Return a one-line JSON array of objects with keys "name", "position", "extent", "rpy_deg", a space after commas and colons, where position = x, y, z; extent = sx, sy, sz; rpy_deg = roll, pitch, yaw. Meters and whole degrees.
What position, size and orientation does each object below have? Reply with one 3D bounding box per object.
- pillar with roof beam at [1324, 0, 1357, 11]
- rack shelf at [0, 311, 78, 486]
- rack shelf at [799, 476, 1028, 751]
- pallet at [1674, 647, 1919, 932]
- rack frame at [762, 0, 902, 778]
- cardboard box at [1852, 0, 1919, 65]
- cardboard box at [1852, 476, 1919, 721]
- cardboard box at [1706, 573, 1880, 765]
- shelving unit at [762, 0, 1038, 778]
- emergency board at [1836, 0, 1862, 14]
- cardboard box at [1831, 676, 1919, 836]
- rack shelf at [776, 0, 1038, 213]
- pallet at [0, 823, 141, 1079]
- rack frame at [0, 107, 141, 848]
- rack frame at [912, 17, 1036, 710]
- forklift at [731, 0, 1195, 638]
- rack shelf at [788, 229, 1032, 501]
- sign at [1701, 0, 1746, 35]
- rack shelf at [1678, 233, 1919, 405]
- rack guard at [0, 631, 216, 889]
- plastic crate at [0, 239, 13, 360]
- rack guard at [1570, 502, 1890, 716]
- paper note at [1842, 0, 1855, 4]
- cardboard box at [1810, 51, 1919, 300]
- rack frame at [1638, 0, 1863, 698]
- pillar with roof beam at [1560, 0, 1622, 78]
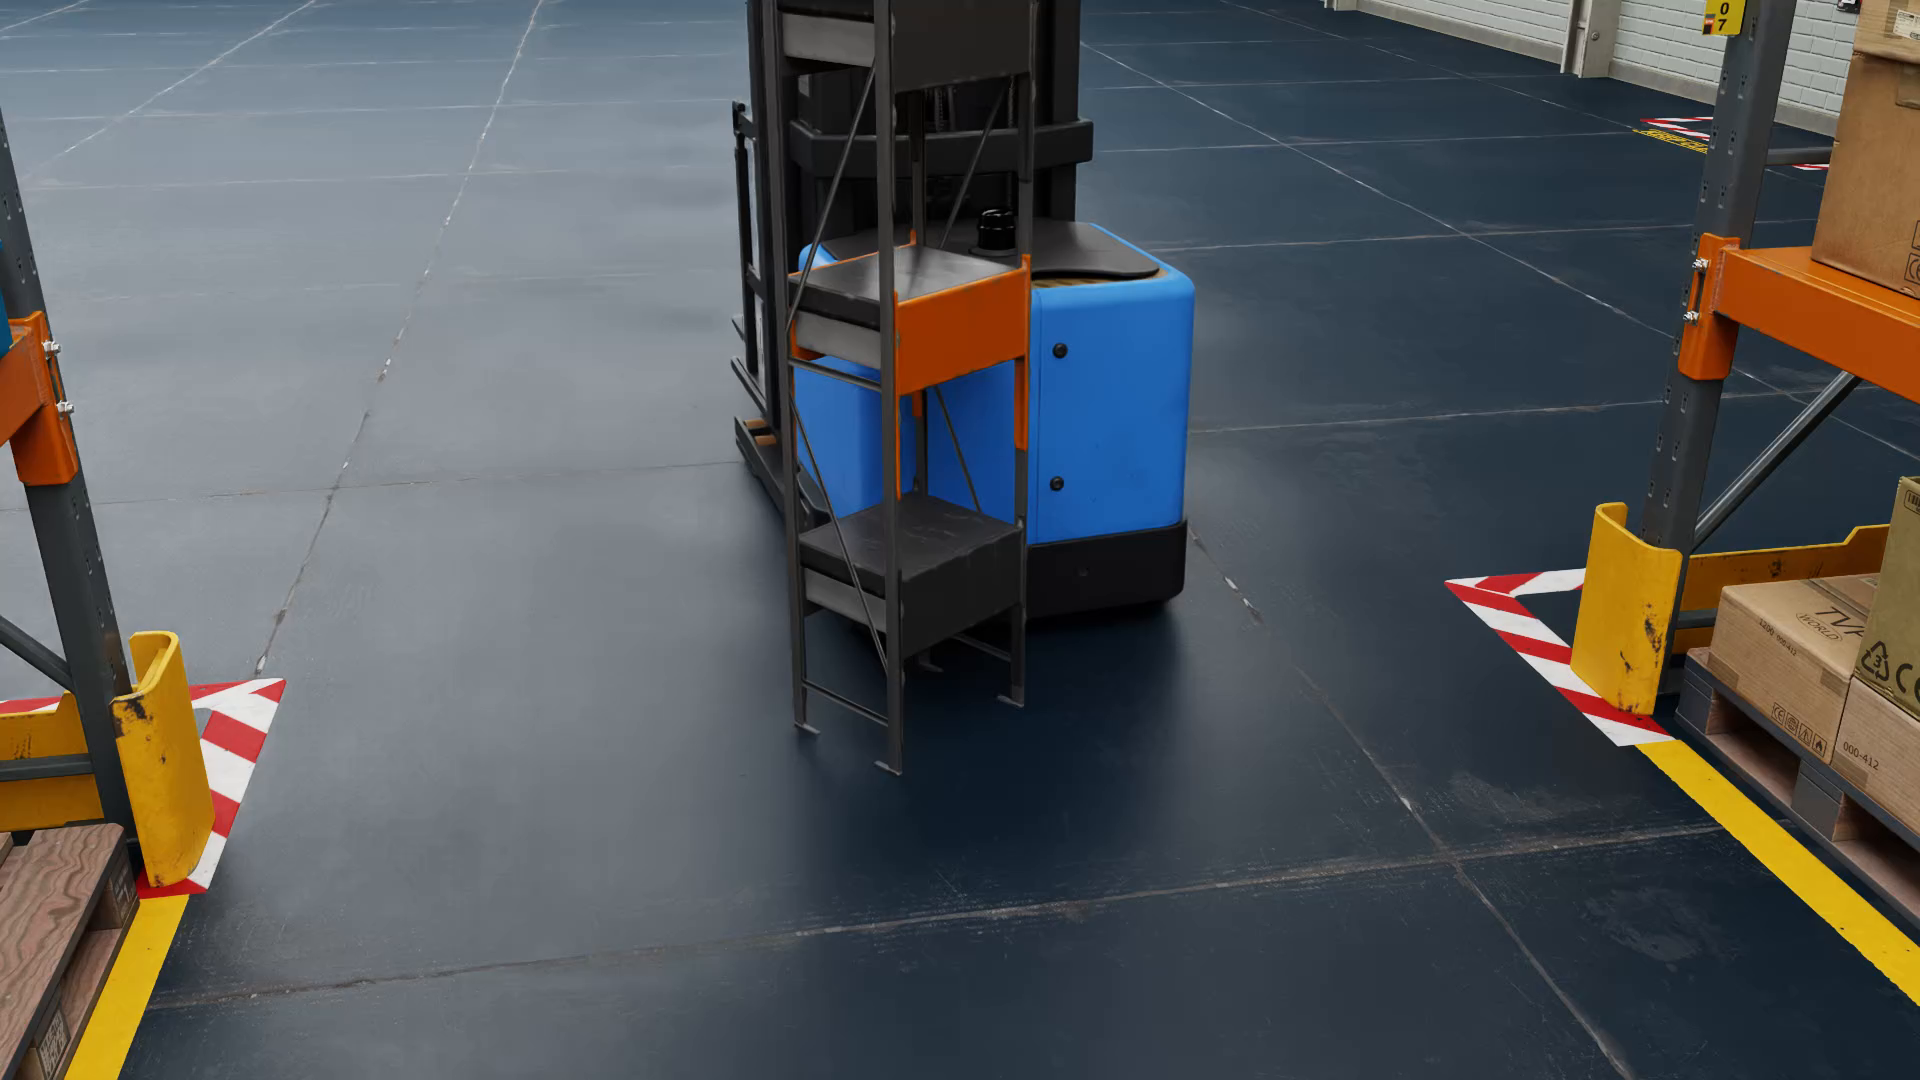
[{"name": "pillar with roof beam", "position": [0.682, -10.650, 18.892], "extent": [9.100, 9.000, 0.400], "rpy_deg": [-4, 24, -10]}, {"name": "rack shelf", "position": [-2.105, 0.499, 1.759], "extent": [1.077, 0.370, 4.000], "rpy_deg": [-4, 24, -10]}, {"name": "rack shelf", "position": [-0.137, 0.184, 4.488], "extent": [0.431, 0.518, 0.480], "rpy_deg": [20, 31, 38]}, {"name": "pallet", "position": [2.576, 0.593, 4.129], "extent": [1.003, 0.211, 1.213], "rpy_deg": [-4, 24, -10]}, {"name": "rack frame", "position": [-0.303, -0.398, 4.038], "extent": [0.400, 2.100, 0.015], "rpy_deg": [20, 31, 38]}, {"name": "cardboard box", "position": [2.255, -1.156, 3.713], "extent": [0.380, 0.149, 0.250], "rpy_deg": [-4, 24, -10]}, {"name": "cardboard box", "position": [2.369, 0.165, 3.598], "extent": [0.500, 0.500, 0.500], "rpy_deg": [-4, 24, -10]}, {"name": "cardboard box", "position": [2.274, 0.312, 4.198], "extent": [0.500, 0.250, 0.500], "rpy_deg": [-4, 24, -10]}, {"name": "shelving unit", "position": [-0.137, -0.470, 4.203], "extent": [0.431, 2.100, 0.503], "rpy_deg": [20, 31, 38]}, {"name": "emergency board", "position": [6.712, -4.474, 12.247], "extent": [0.194, 1.169, 0.643], "rpy_deg": [-4, 24, -10]}, {"name": "cardboard box", "position": [2.370, 0.509, 3.749], "extent": [0.500, 0.250, 0.500], "rpy_deg": [-4, 24, -10]}, {"name": "rack shelf", "position": [-0.137, -1.099, 3.928], "extent": [0.431, 0.518, 0.480], "rpy_deg": [20, 31, 38]}, {"name": "pallet", "position": [-2.270, 1.007, 3.182], "extent": [1.003, 0.211, 1.213], "rpy_deg": [-4, 24, -10]}, {"name": "rack frame", "position": [-2.475, -0.618, 3.417], "extent": [1.000, 3.000, 0.127], "rpy_deg": [-4, 24, -10]}, {"name": "rack frame", "position": [0.028, -0.542, 4.367], "extent": [0.400, 2.100, 0.015], "rpy_deg": [20, 31, 38]}, {"name": "forklift", "position": [-0.236, -1.617, 5.790], "extent": [1.130, 2.935, 3.031], "rpy_deg": [-7, 25, -16]}, {"name": "rack shelf", "position": [-0.137, -0.457, 4.208], "extent": [0.431, 0.518, 0.480], "rpy_deg": [20, 31, 38]}, {"name": "sign", "position": [1.847, -1.377, 3.975], "extent": [0.100, 0.325, 0.005], "rpy_deg": [-4, 24, -10]}, {"name": "rack shelf", "position": [2.764, 0.134, 2.595], "extent": [1.077, 0.370, 4.000], "rpy_deg": [-4, 24, -10]}, {"name": "rack guard", "position": [-2.415, 0.554, 3.856], "extent": [1.175, 0.500, 0.348], "rpy_deg": [-4, 24, -10]}, {"name": "plastic crate", "position": [-2.088, -0.375, 3.046], "extent": [0.499, 0.251, 0.616], "rpy_deg": [-4, 24, -10]}, {"name": "rack guard", "position": [2.389, 0.153, 4.775], "extent": [1.175, 0.500, 0.348], "rpy_deg": [-4, 24, -10]}, {"name": "paper note", "position": [6.747, -4.146, 12.595], "extent": [0.016, 0.148, 0.142], "rpy_deg": [-4, 24, -10]}, {"name": "cardboard box", "position": [2.468, -0.844, 3.810], "extent": [0.700, 0.500, 0.500], "rpy_deg": [-4, 24, -10]}, {"name": "rack frame", "position": [2.394, -0.983, 4.253], "extent": [1.000, 3.000, 0.127], "rpy_deg": [-4, 24, -10]}, {"name": "pillar with roof beam", "position": [1.791, -8.290, 13.489], "extent": [9.100, 9.000, 0.400], "rpy_deg": [-4, 24, -10]}]
